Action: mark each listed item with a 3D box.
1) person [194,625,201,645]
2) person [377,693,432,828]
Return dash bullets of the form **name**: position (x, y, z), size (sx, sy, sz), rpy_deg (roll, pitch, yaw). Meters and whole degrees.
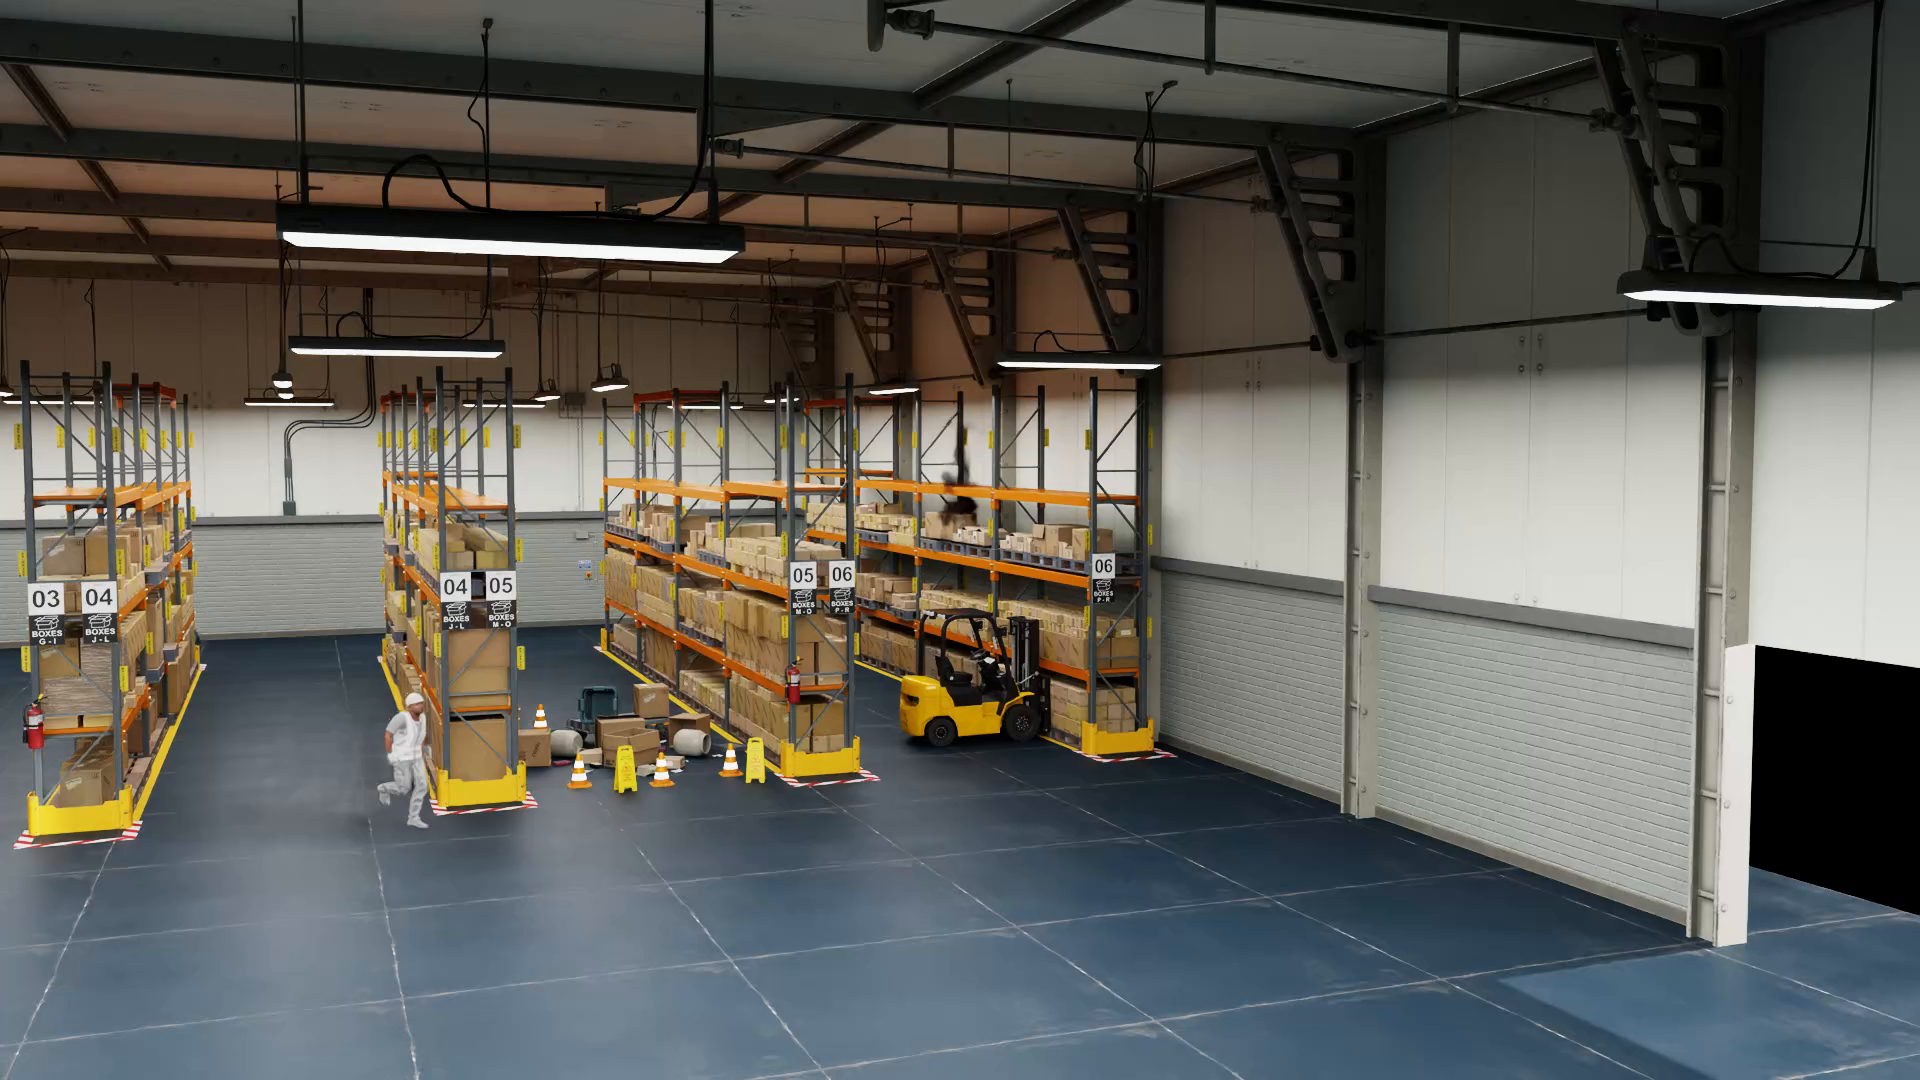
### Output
- **person**: position (-17.280, 1.996, 37.156), size (0.489, 1.541, 0.553), rpy_deg (1, 3, 9)
- **person**: position (-7.242, 2.853, 21.662), size (0.824, 1.754, 0.701), rpy_deg (2, 4, 27)
